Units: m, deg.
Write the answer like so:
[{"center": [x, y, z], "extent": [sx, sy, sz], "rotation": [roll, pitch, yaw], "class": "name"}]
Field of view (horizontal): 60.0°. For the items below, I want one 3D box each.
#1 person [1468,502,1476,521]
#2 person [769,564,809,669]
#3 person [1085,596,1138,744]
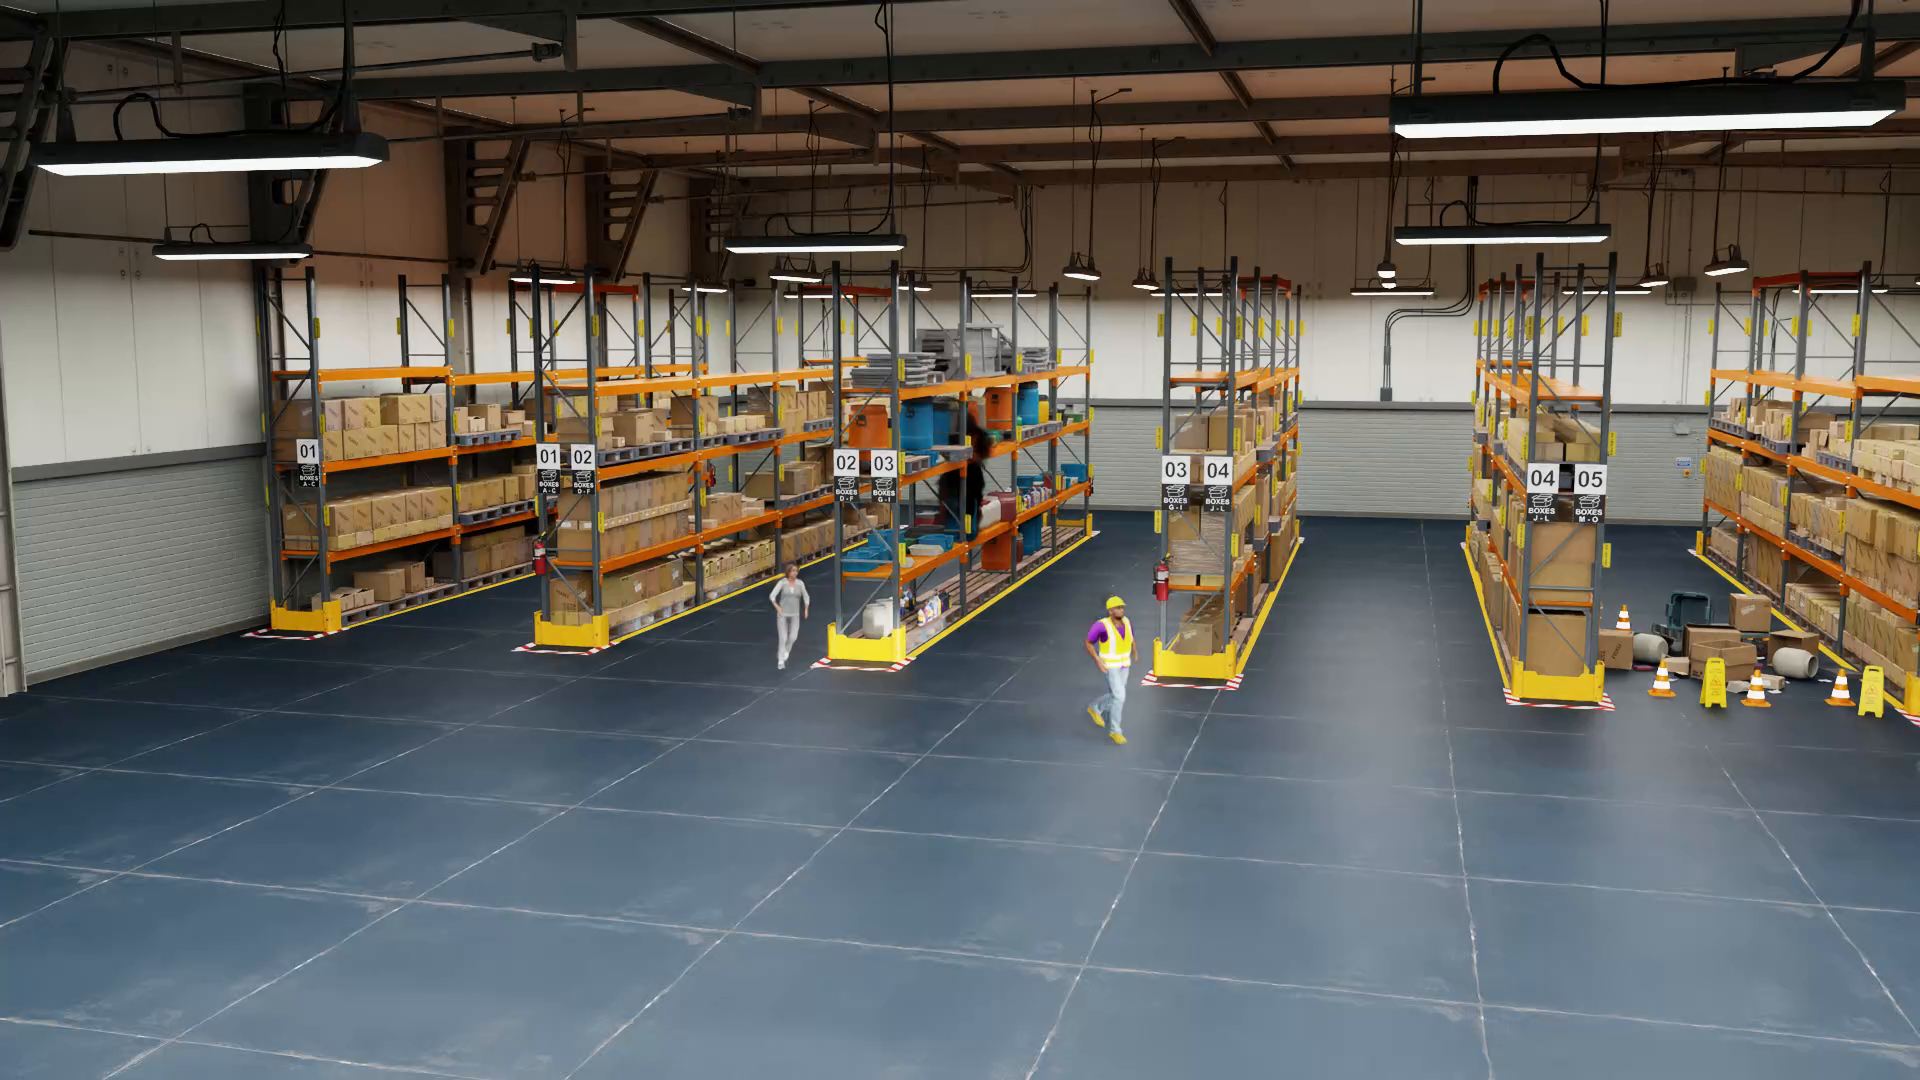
[{"center": [12.235, -0.736, 38.929], "extent": [0.585, 1.639, 0.582], "rotation": [0, 7, 3], "class": "person"}, {"center": [-2.515, 1.135, 24.619], "extent": [0.612, 1.541, 0.472], "rotation": [-2, 8, -15], "class": "person"}, {"center": [1.843, 1.564, 20.396], "extent": [0.700, 1.805, 0.776], "rotation": [-6, 9, -37], "class": "person"}]
